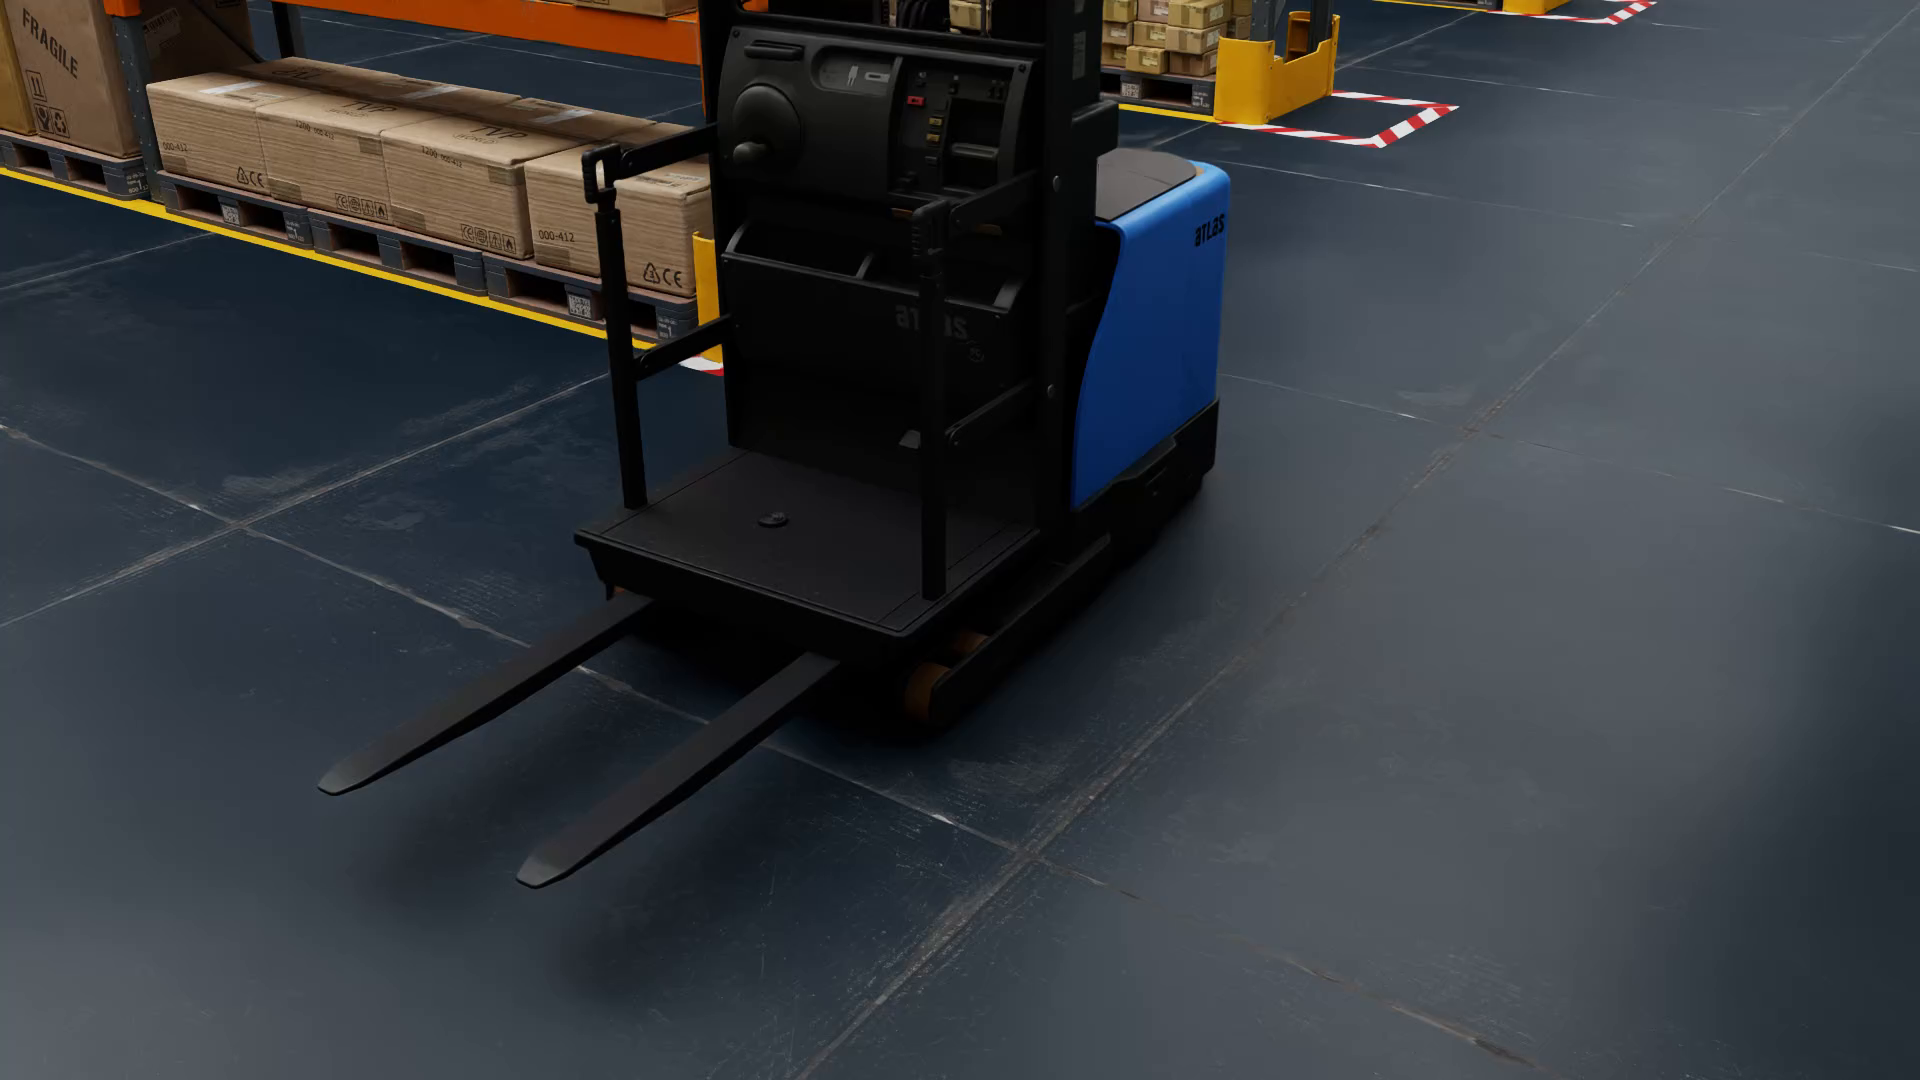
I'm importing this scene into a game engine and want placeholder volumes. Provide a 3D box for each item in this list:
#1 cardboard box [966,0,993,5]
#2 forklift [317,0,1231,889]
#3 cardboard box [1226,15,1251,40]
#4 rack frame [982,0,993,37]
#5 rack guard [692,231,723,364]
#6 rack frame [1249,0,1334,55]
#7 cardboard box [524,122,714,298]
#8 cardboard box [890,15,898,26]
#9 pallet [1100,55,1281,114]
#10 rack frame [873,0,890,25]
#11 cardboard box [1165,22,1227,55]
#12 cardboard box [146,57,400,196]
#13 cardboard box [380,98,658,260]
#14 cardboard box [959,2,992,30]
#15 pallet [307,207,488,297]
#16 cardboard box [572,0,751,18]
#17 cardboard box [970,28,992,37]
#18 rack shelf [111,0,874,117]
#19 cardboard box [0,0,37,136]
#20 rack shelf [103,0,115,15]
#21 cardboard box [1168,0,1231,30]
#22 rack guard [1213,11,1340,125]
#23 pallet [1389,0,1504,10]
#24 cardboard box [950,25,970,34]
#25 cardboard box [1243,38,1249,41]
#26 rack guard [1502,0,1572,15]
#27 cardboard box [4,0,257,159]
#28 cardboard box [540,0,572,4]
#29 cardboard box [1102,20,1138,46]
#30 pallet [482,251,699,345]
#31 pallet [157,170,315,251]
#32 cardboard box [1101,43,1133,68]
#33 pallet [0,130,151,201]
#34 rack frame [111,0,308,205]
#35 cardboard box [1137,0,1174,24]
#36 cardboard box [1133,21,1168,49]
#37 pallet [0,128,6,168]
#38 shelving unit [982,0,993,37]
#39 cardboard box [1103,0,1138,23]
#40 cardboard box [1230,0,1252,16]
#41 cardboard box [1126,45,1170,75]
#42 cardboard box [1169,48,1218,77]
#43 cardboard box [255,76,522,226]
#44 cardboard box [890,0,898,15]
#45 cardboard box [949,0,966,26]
[{"bbox_3d":[0.245,-3.766,11.368,0.250,0.149,0.380,17,32,31],"label":"cardboard box"},{"bbox_3d":[-0.346,-1.065,4.111,1.130,2.935,3.031,16,31,28],"label":"forklift"},{"bbox_3d":[1.816,-3.414,11.003,0.250,0.149,0.380,19,32,32],"label":"cardboard box"},{"bbox_3d":[0.110,-1.496,5.875,0.015,2.100,0.400,4,27,8],"label":"rack frame"},{"bbox_3d":[-0.597,-1.137,6.934,0.348,0.500,1.175,17,32,30],"label":"rack guard"},{"bbox_3d":[2.102,-4.134,10.066,0.127,3.000,1.000,17,32,30],"label":"rack frame"},{"bbox_3d":[-1.218,-1.435,7.124,0.875,0.438,0.875,16,31,29],"label":"cardboard box"},{"bbox_3d":[-0.386,-3.705,11.903,0.250,0.149,0.380,17,31,29],"label":"cardboard box"},{"bbox_3d":[1.390,-3.133,11.173,1.213,0.211,1.003,17,32,30],"label":"pallet"},{"bbox_3d":[-0.617,-2.258,6.379,0.127,3.000,1.000,17,32,30],"label":"rack frame"},{"bbox_3d":[1.505,-3.212,10.607,0.250,0.149,0.380,16,31,29],"label":"cardboard box"},{"bbox_3d":[-3.458,-2.129,8.488,0.875,0.438,0.875,17,31,30],"label":"cardboard box"},{"bbox_3d":[-1.977,-1.667,7.580,0.875,0.438,0.875,18,32,32],"label":"cardboard box"},{"bbox_3d":[0.198,-3.606,11.381,0.250,0.149,0.380,18,32,31],"label":"cardboard box"},{"bbox_3d":[-2.322,-1.504,7.974,1.213,0.211,1.003,17,32,30],"label":"pallet"},{"bbox_3d":[-1.165,-2.327,6.405,0.500,0.500,0.500,18,32,31],"label":"cardboard box"},{"bbox_3d":[0.275,-3.507,11.515,0.250,0.149,0.380,18,32,32],"label":"cardboard box"},{"bbox_3d":[-2.266,-2.451,7.551,4.000,0.370,1.077,17,32,30],"label":"rack shelf"},{"bbox_3d":[-5.220,-2.883,9.488,0.875,0.875,0.875,18,32,32],"label":"cardboard box"},{"bbox_3d":[-5.563,-3.478,9.570,4.000,0.370,1.077,17,32,30],"label":"rack shelf"},{"bbox_3d":[1.522,-3.357,10.564,0.250,0.149,0.380,18,32,31],"label":"cardboard box"},{"bbox_3d":[2.039,-3.040,10.672,0.348,0.500,1.175,17,32,30],"label":"rack guard"},{"bbox_3d":[4.290,-4.896,14.638,1.213,0.211,1.003,17,32,30],"label":"pallet"},{"bbox_3d":[0.016,-3.546,11.591,0.250,0.149,0.380,16,31,29],"label":"cardboard box"},{"bbox_3d":[1.851,-3.305,11.117,0.250,0.149,0.380,18,32,31],"label":"cardboard box"},{"bbox_3d":[5.013,-4.842,14.214,0.348,0.500,1.175,17,32,30],"label":"rack guard"},{"bbox_3d":[-4.471,-2.654,9.038,0.875,0.875,0.875,18,32,32],"label":"cardboard box"},{"bbox_3d":[-1.570,-2.462,6.670,0.500,0.500,0.500,17,31,29],"label":"cardboard box"},{"bbox_3d":[1.076,-3.345,10.868,0.250,0.149,0.380,16,31,28],"label":"cardboard box"},{"bbox_3d":[-1.321,-1.191,7.357,1.213,0.211,1.003,17,32,30],"label":"pallet"},{"bbox_3d":[-3.332,-1.817,8.589,1.213,0.211,1.003,17,32,30],"label":"pallet"},{"bbox_3d":[1.112,-3.236,10.982,0.250,0.149,0.380,17,32,30],"label":"cardboard box"},{"bbox_3d":[-4.593,-2.212,9.364,1.213,0.211,1.003,17,32,30],"label":"pallet"},{"bbox_3d":[-3.914,-3.285,8.397,0.127,3.000,1.000,17,32,30],"label":"rack frame"},{"bbox_3d":[1.348,-3.443,10.733,0.250,0.149,0.380,18,32,31],"label":"cardboard box"},{"bbox_3d":[1.320,-3.299,10.778,0.250,0.149,0.380,16,31,29],"label":"cardboard box"},{"bbox_3d":[-5.603,-2.525,9.979,1.213,0.211,1.003,17,32,30],"label":"pallet"},{"bbox_3d":[-0.131,-1.513,5.908,0.503,2.100,0.431,4,27,8],"label":"shelving unit"},{"bbox_3d":[1.062,-3.462,10.770,0.250,0.149,0.380,17,31,29],"label":"cardboard box"},{"bbox_3d":[1.863,-3.577,10.997,0.250,0.149,0.380,16,31,28],"label":"cardboard box"},{"bbox_3d":[1.281,-3.136,10.786,0.250,0.149,0.380,18,32,32],"label":"cardboard box"},{"bbox_3d":[1.550,-3.108,10.730,0.250,0.149,0.380,18,32,31],"label":"cardboard box"},{"bbox_3d":[-2.719,-1.899,8.036,0.875,0.438,0.875,16,31,29],"label":"cardboard box"},{"bbox_3d":[-0.376,-3.847,11.854,0.250,0.149,0.380,16,31,28],"label":"cardboard box"},{"bbox_3d":[0.010,-3.679,11.524,0.250,0.149,0.380,17,32,30],"label":"cardboard box"}]
